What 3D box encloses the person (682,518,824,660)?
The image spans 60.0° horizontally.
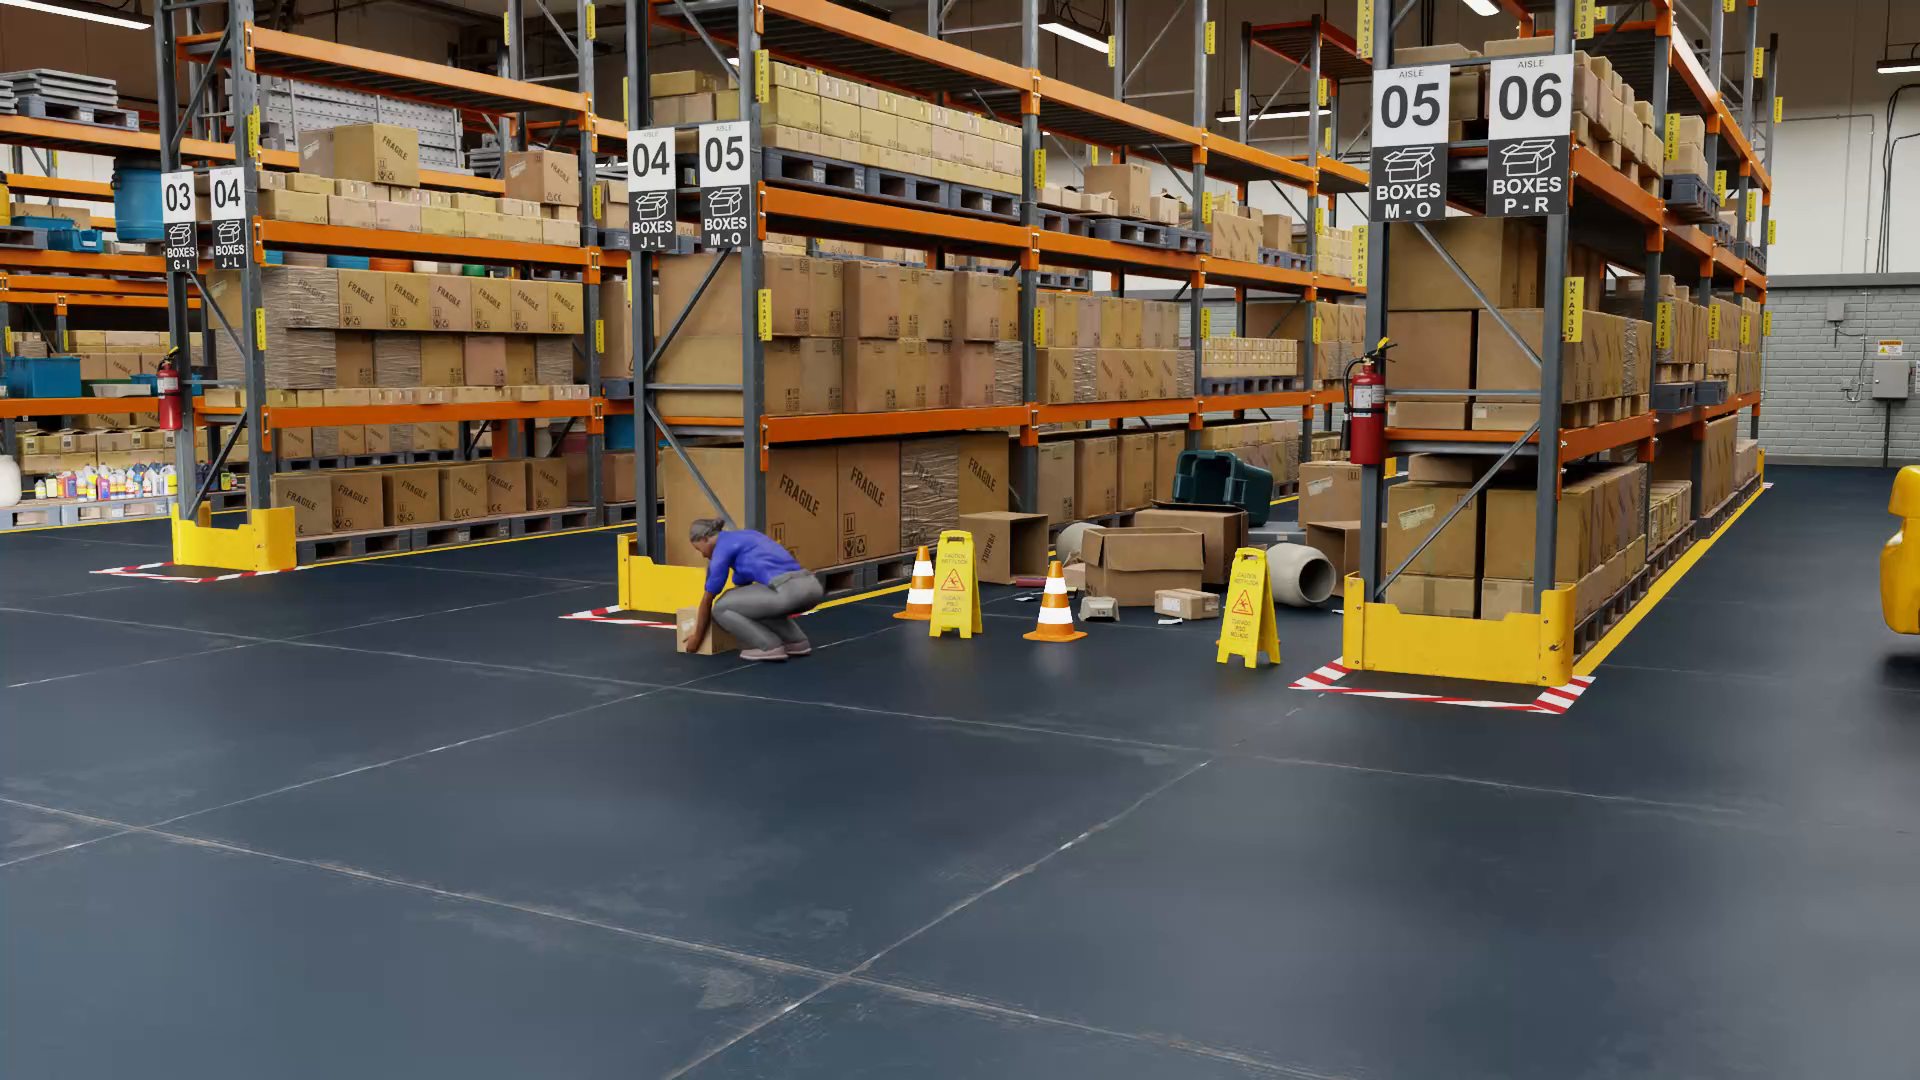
[{"bbox_3d":[-1.180,0.283,9.481,0.810,0.813,0.480,3,7,29],"label":"person"}]
